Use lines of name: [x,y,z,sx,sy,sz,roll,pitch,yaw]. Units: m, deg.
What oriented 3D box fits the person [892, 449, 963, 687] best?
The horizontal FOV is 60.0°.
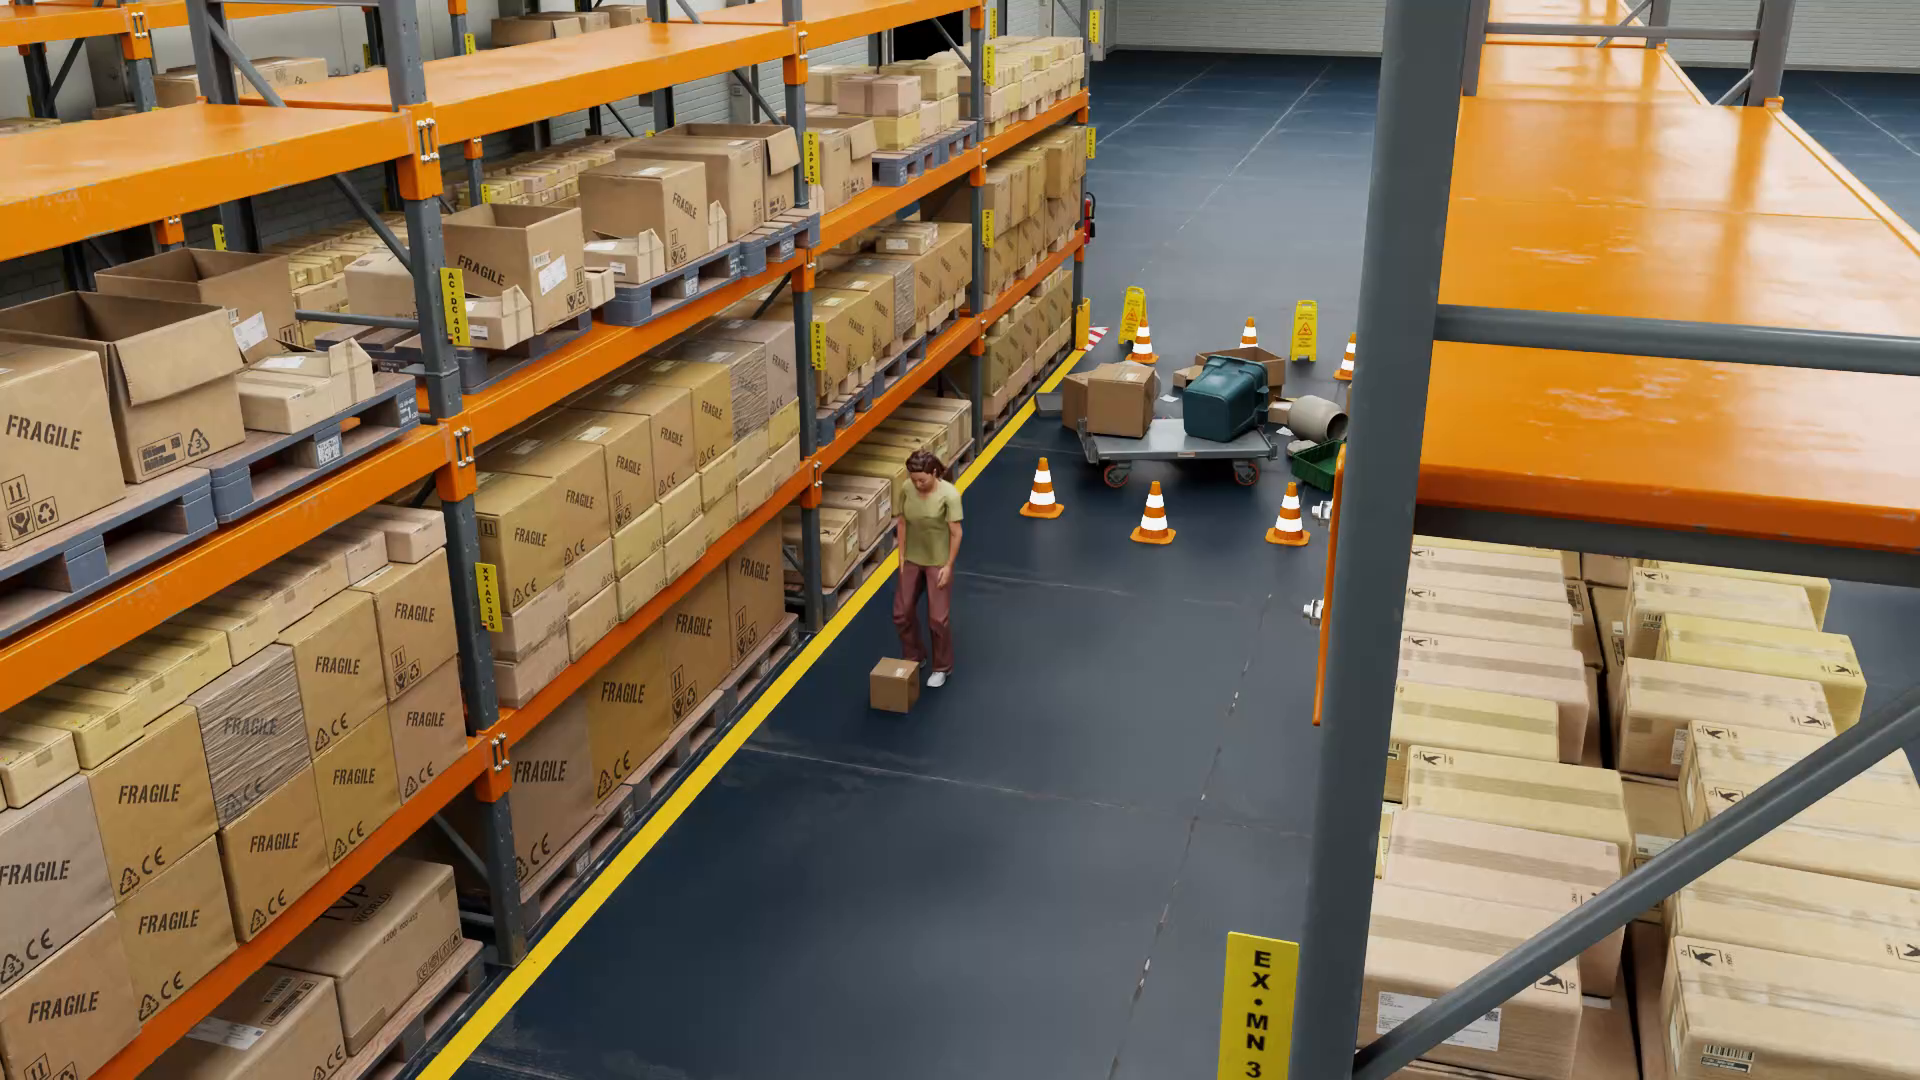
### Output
person: [-0.205,0.159,10.783,0.470,1.627,0.388,11,25,26]
